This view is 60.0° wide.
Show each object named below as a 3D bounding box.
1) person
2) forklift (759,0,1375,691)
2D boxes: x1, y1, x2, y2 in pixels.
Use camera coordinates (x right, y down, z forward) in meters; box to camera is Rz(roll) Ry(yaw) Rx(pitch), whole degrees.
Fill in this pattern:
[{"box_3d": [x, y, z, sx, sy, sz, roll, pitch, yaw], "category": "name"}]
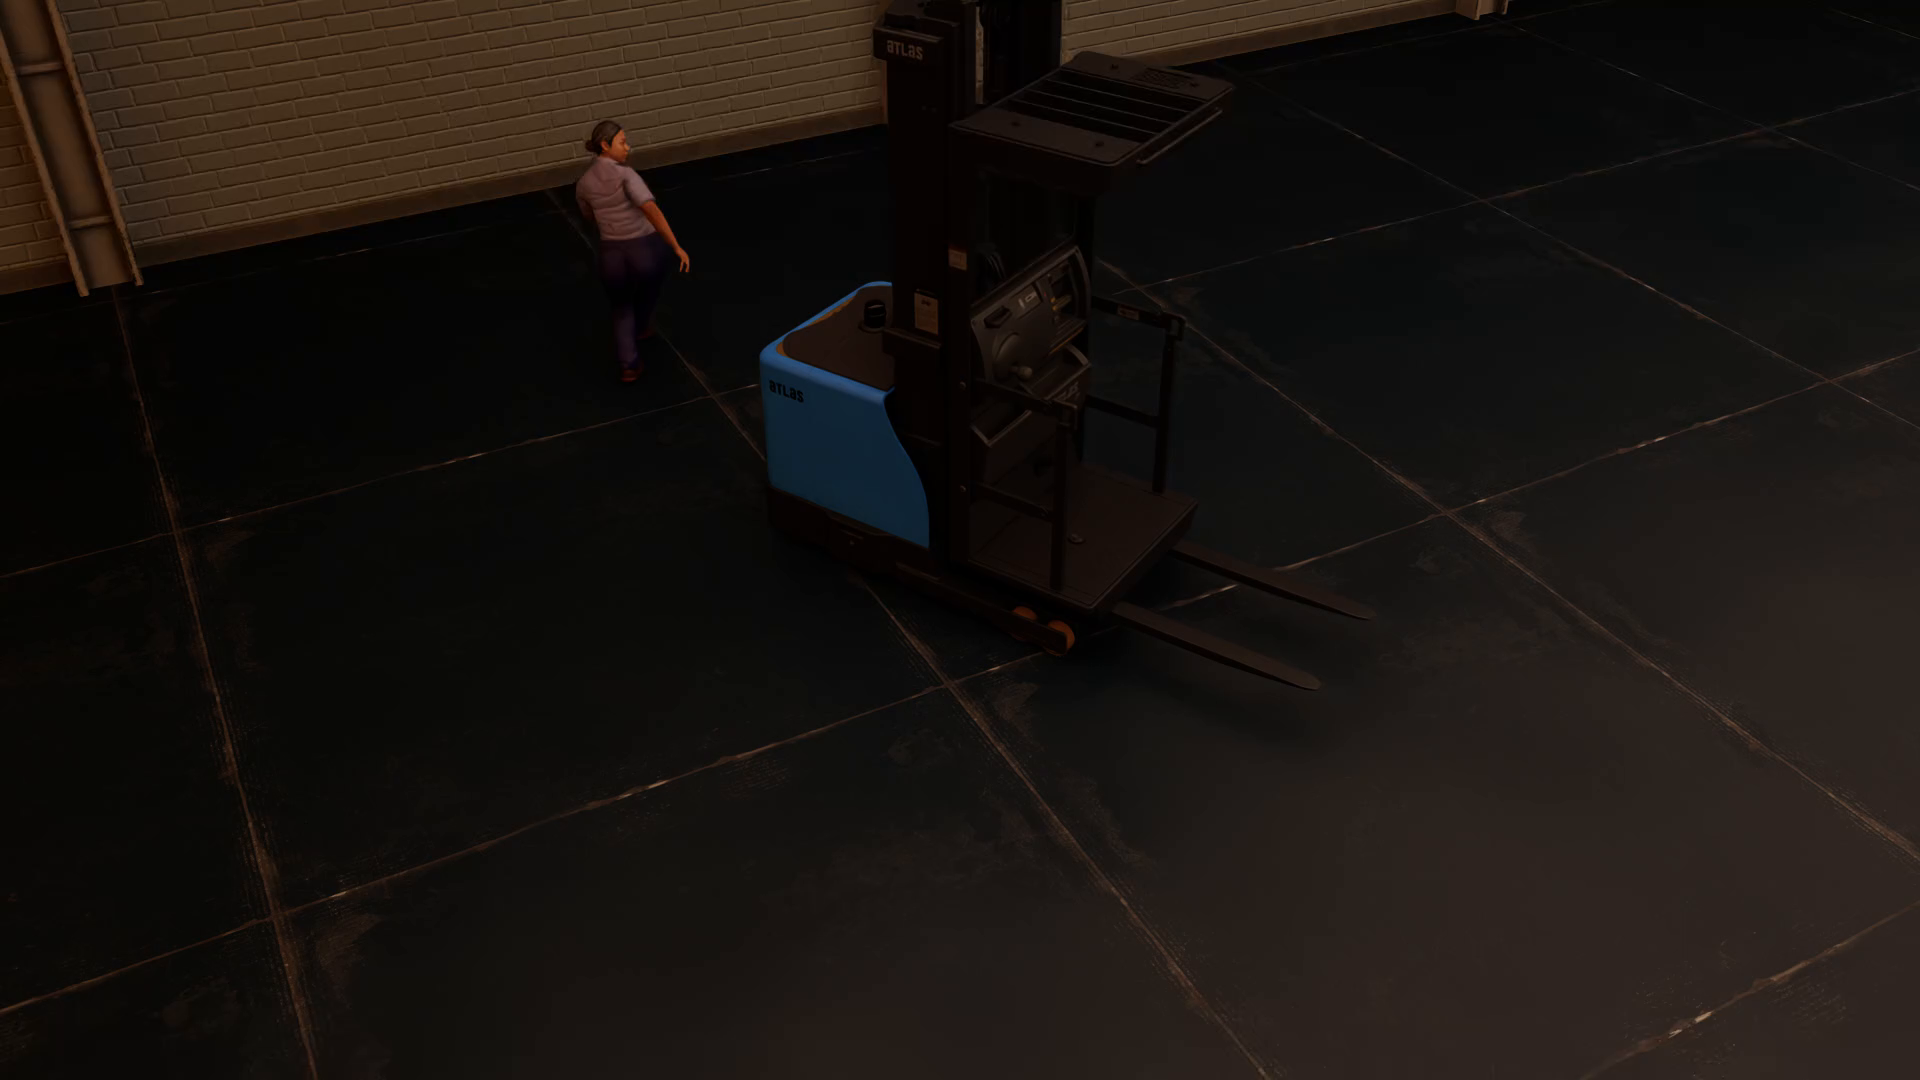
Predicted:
[{"box_3d": [-1.878, -1.738, 9.833, 0.714, 1.504, 0.756, 3, 35, 5], "category": "person"}, {"box_3d": [0.506, -1.000, 7.537, 3.031, 2.935, 1.130, 21, 40, 27], "category": "forklift"}]
